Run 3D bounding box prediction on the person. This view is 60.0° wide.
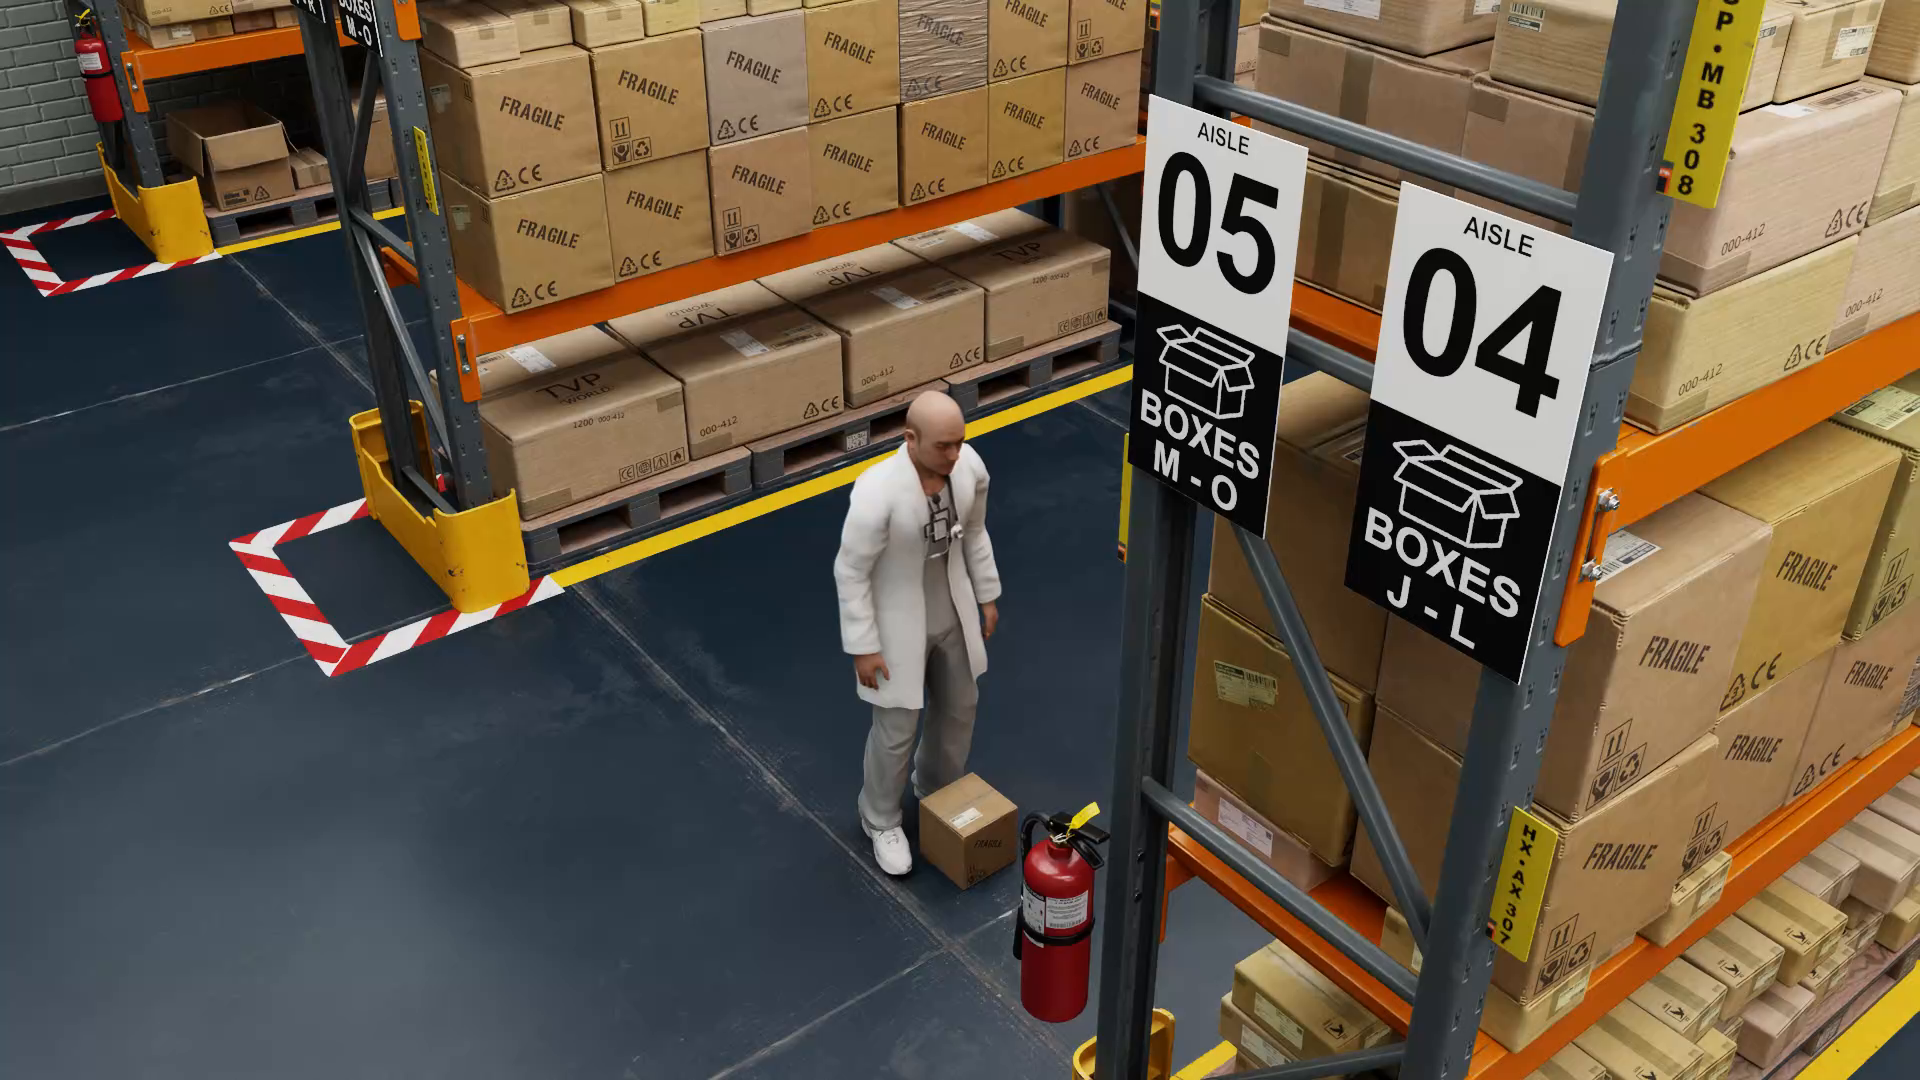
[{"bbox_3d":[8.347,0.713,4.998,12.979,1.774,12.155,-22,38,-32],"label":"person"}]
